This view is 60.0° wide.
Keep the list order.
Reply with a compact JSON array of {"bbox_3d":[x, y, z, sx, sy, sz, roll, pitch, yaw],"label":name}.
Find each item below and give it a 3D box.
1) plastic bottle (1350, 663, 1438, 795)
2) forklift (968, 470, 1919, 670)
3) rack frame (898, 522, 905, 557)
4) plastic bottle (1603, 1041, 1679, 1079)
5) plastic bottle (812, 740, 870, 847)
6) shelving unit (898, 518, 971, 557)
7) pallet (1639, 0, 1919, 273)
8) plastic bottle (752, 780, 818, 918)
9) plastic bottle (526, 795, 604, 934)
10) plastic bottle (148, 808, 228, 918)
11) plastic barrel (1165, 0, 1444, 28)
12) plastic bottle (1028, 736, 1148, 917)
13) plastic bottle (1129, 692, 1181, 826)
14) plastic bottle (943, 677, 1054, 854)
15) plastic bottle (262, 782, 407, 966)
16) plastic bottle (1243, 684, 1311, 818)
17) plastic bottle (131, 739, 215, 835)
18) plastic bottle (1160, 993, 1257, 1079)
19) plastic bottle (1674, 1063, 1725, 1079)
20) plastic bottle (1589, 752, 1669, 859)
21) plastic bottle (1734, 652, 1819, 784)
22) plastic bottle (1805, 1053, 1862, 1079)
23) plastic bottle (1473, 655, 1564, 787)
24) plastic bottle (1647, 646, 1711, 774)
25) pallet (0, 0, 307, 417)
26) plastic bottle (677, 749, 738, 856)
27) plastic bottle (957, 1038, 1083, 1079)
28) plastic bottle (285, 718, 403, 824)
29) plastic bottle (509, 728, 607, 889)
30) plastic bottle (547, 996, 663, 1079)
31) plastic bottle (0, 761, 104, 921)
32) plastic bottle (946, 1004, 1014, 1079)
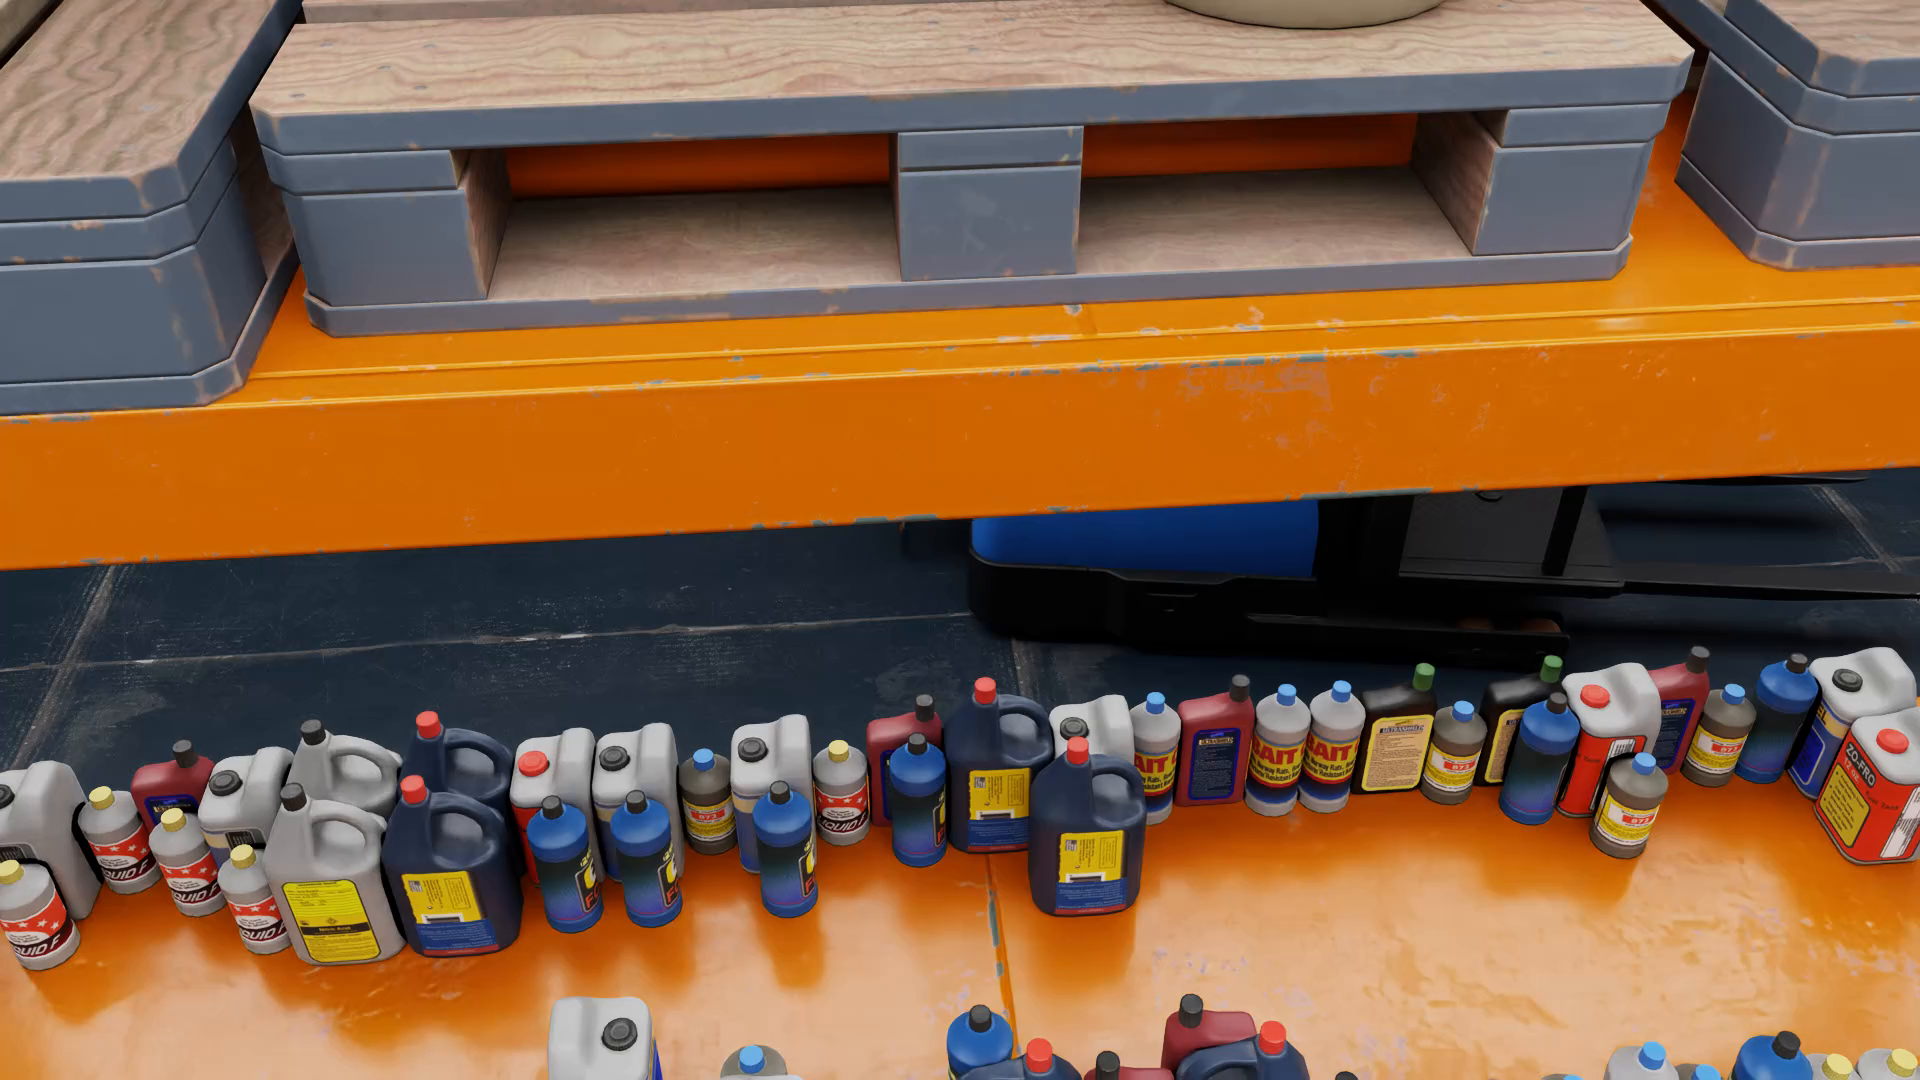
[{"bbox_3d":[0.778,0.339,2.993,0.133,0.283,0.061,-3,38,-4],"label":"plastic bottle"},{"bbox_3d":[1.567,-1.086,4.760,3.031,2.935,1.130,3,38,3],"label":"forklift"},{"bbox_3d":[-0.200,-0.417,5.431,0.008,1.050,0.200,1,38,1],"label":"rack frame"},{"bbox_3d":[0.966,0.817,2.397,0.097,0.271,0.097,0,38,0],"label":"plastic bottle"},{"bbox_3d":[-0.210,0.437,2.935,0.097,0.201,0.097,0,38,0],"label":"plastic bottle"},{"bbox_3d":[-0.078,-0.415,5.428,0.252,1.050,0.215,1,38,1],"label":"shelving unit"},{"bbox_3d":[1.295,-0.670,1.909,1.213,0.211,1.003,-3,38,-4],"label":"pallet"},{"bbox_3d":[-0.294,0.509,2.788,0.097,0.271,0.097,0,38,0],"label":"plastic bottle"},{"bbox_3d":[-0.659,0.529,2.762,0.097,0.271,0.097,0,38,0],"label":"plastic bottle"},{"bbox_3d":[-1.303,0.535,2.811,0.097,0.201,0.097,0,38,0],"label":"plastic bottle"},{"bbox_3d":[0.313,-0.754,1.414,0.433,0.535,0.433,0,38,0],"label":"plastic barrel"},{"bbox_3d":[0.213,0.464,2.780,0.185,0.351,0.144,-3,38,-4],"label":"plastic bottle"},{"bbox_3d":[0.338,0.379,2.952,0.097,0.271,0.097,0,38,0],"label":"plastic bottle"},{"bbox_3d":[0.065,0.378,2.890,0.185,0.351,0.144,-3,38,-4],"label":"plastic bottle"},{"bbox_3d":[-1.019,0.527,2.700,0.185,0.351,0.144,-3,38,-4],"label":"plastic bottle"},{"bbox_3d":[0.568,0.367,2.968,0.097,0.271,0.097,0,38,0],"label":"plastic bottle"},{"bbox_3d":[-1.328,0.455,2.846,0.133,0.283,0.061,-3,38,-4],"label":"plastic bottle"},{"bbox_3d":[0.365,0.767,2.451,0.133,0.283,0.061,-3,38,-4],"label":"plastic bottle"},{"bbox_3d":[1.063,0.839,2.426,0.097,0.201,0.097,0,38,0],"label":"plastic bottle"},{"bbox_3d":[1.175,0.455,2.912,0.097,0.201,0.097,0,38,0],"label":"plastic bottle"},{"bbox_3d":[1.488,0.316,3.032,0.097,0.271,0.097,0,38,0],"label":"plastic bottle"},{"bbox_3d":[1.257,0.828,2.439,0.097,0.201,0.097,0,38,0],"label":"plastic bottle"},{"bbox_3d":[1.008,0.326,3.009,0.133,0.283,0.061,-3,38,-4],"label":"plastic bottle"},{"bbox_3d":[1.275,0.312,3.028,0.133,0.283,0.061,-3,38,-4],"label":"plastic bottle"},{"bbox_3d":[-1.146,-0.536,1.738,1.003,0.211,1.213,-3,38,-4],"label":"pallet"},{"bbox_3d":[-0.441,0.450,2.919,0.097,0.201,0.097,0,38,0],"label":"plastic bottle"},{"bbox_3d":[0.083,0.819,2.330,0.185,0.351,0.144,-3,38,-4],"label":"plastic bottle"},{"bbox_3d":[-1.032,0.438,2.813,0.185,0.351,0.144,-3,38,-4],"label":"plastic bottle"},{"bbox_3d":[-0.688,0.451,2.857,0.135,0.276,0.152,-3,38,-4],"label":"plastic bottle"},{"bbox_3d":[-0.515,0.785,2.434,0.135,0.276,0.152,-3,38,-4],"label":"plastic bottle"},{"bbox_3d":[-1.554,0.499,2.797,0.135,0.276,0.152,-3,38,-4],"label":"plastic bottle"},{"bbox_3d":[0.029,0.779,2.446,0.097,0.271,0.097,0,38,0],"label":"plastic bottle"}]
